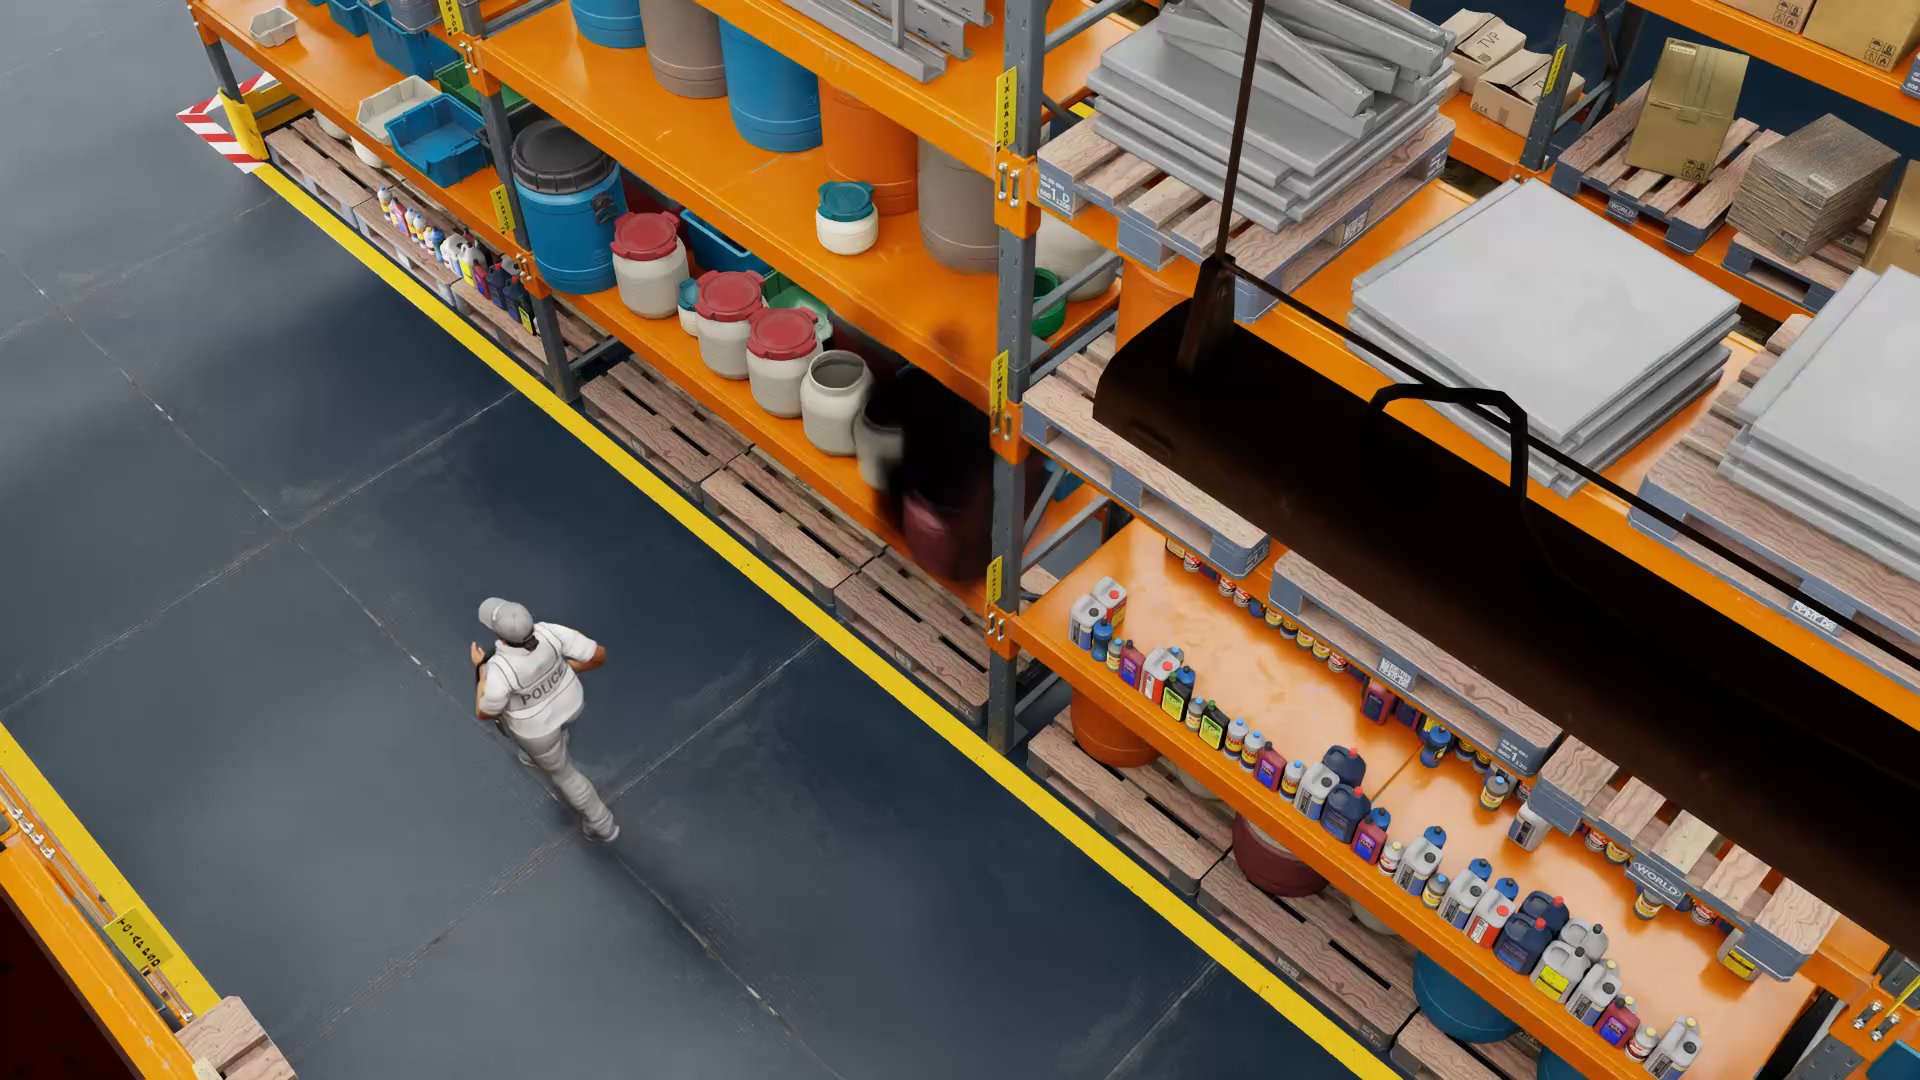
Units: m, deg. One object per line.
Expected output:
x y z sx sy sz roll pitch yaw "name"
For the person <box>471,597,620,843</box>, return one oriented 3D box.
-2.066 0.846 8.198 0.861 1.693 0.601 27 55 21 "person"
